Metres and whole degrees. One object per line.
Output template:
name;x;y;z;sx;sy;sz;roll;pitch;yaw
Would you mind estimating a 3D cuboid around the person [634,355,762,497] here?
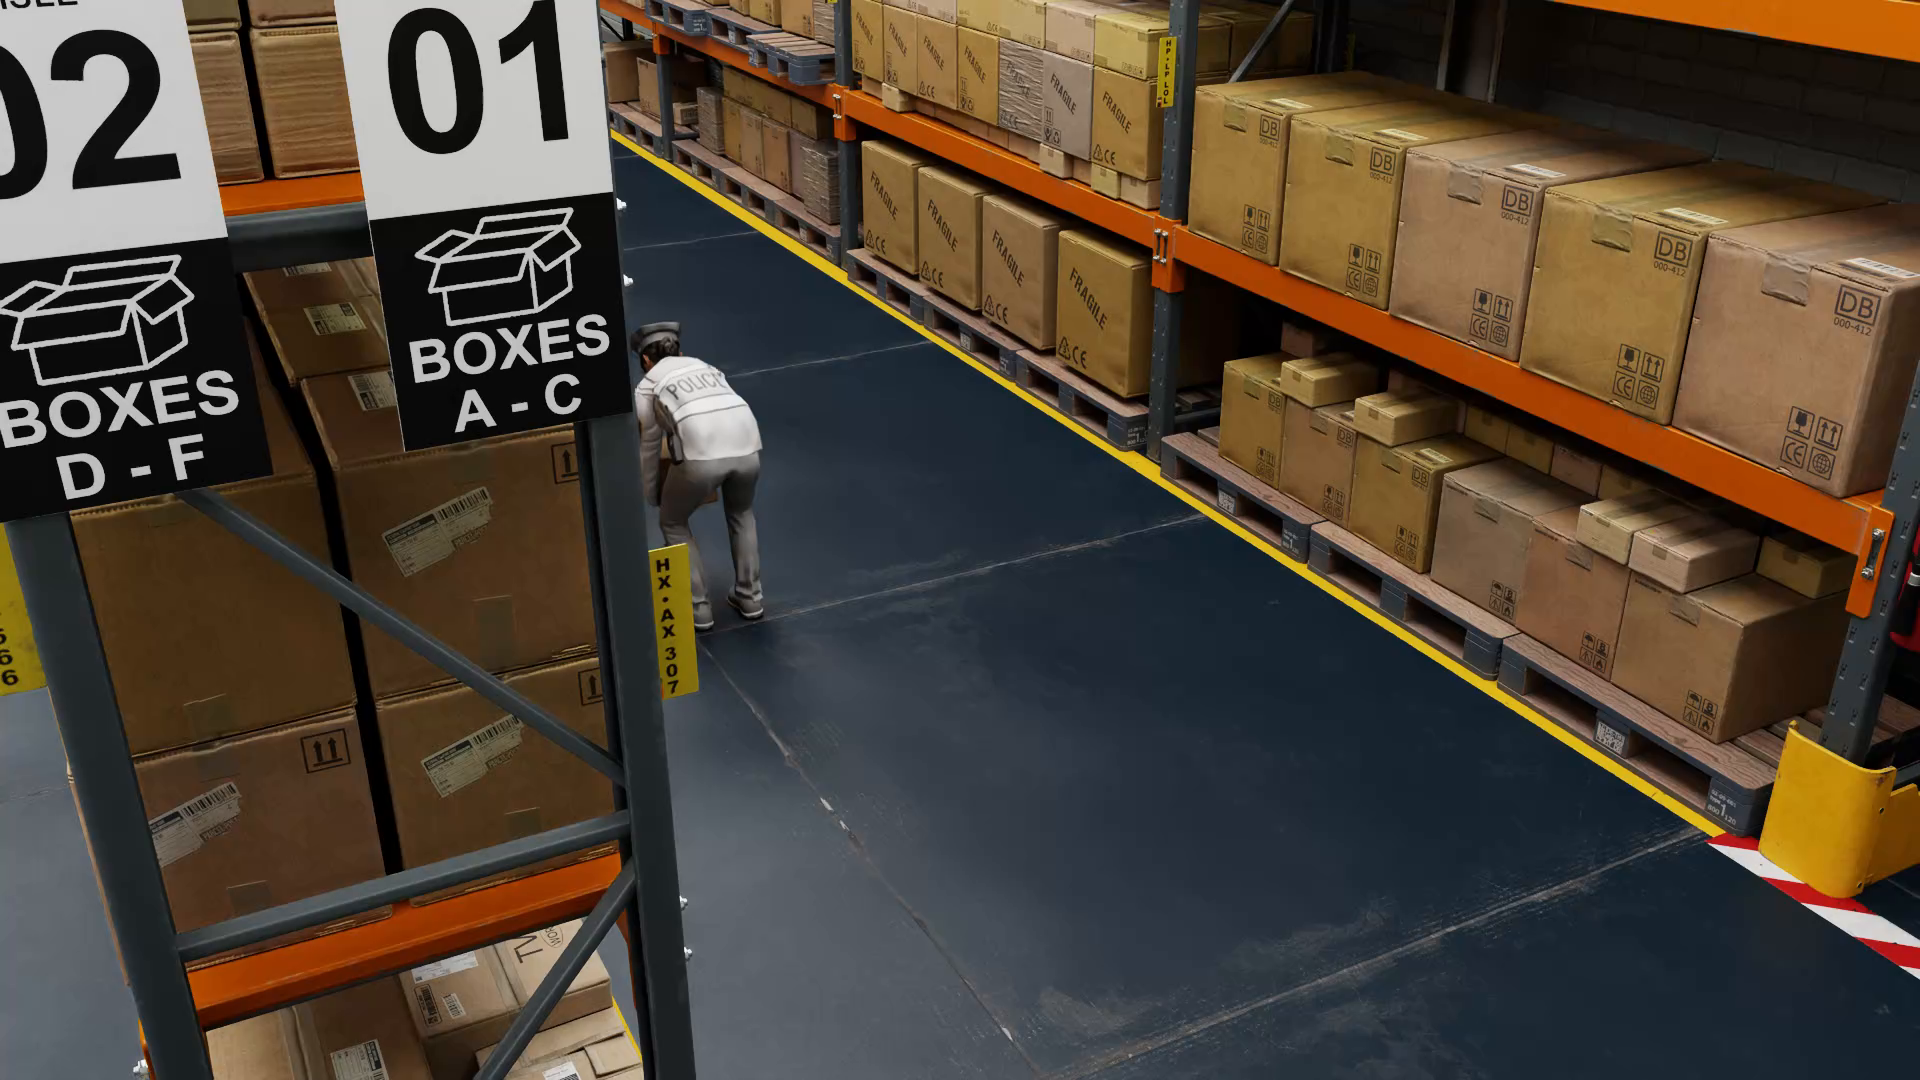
person;-1.106;-0.410;7.079;0.412;0.653;0.681;-14;29;-27
